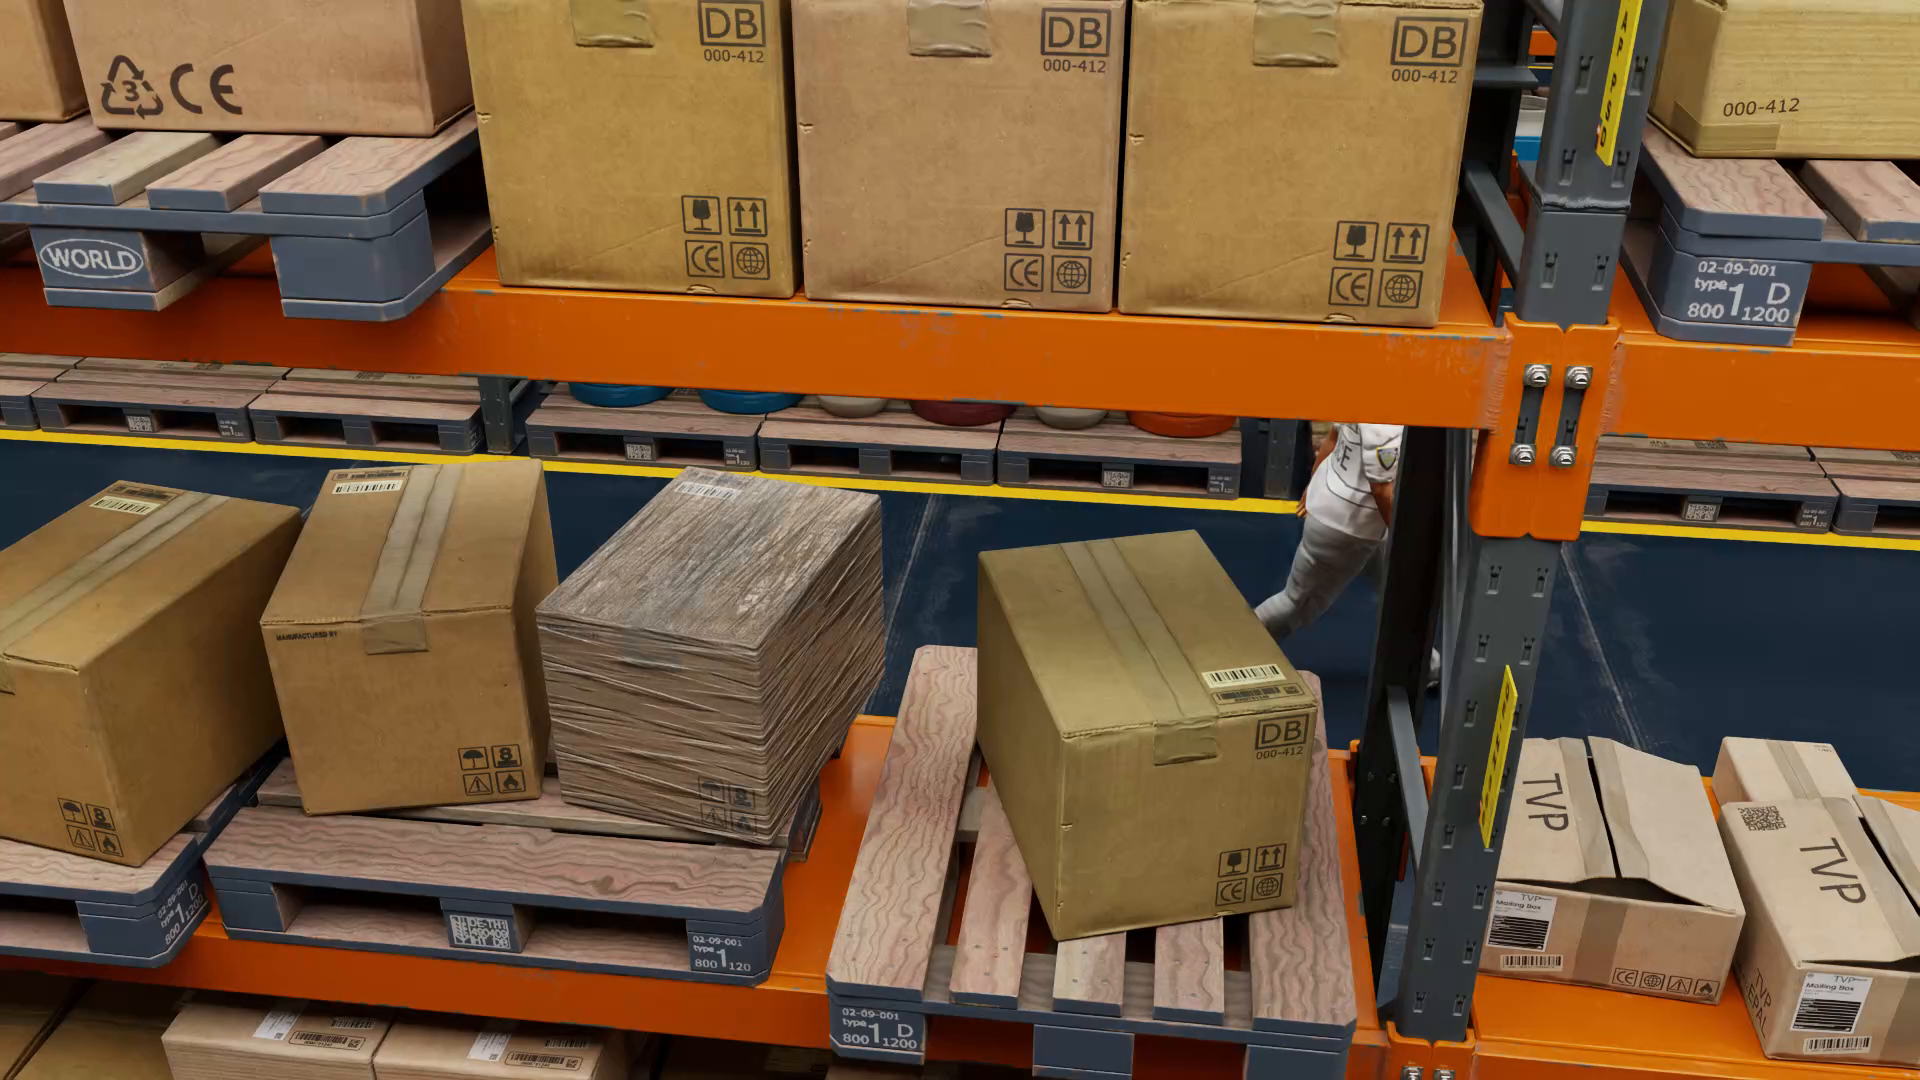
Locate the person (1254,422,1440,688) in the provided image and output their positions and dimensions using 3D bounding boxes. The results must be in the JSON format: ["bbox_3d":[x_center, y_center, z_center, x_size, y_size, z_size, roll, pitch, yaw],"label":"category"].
[{"bbox_3d":[1.529,-0.091,6.300,1.075,1.589,0.513,7,29,12],"label":"person"}]
